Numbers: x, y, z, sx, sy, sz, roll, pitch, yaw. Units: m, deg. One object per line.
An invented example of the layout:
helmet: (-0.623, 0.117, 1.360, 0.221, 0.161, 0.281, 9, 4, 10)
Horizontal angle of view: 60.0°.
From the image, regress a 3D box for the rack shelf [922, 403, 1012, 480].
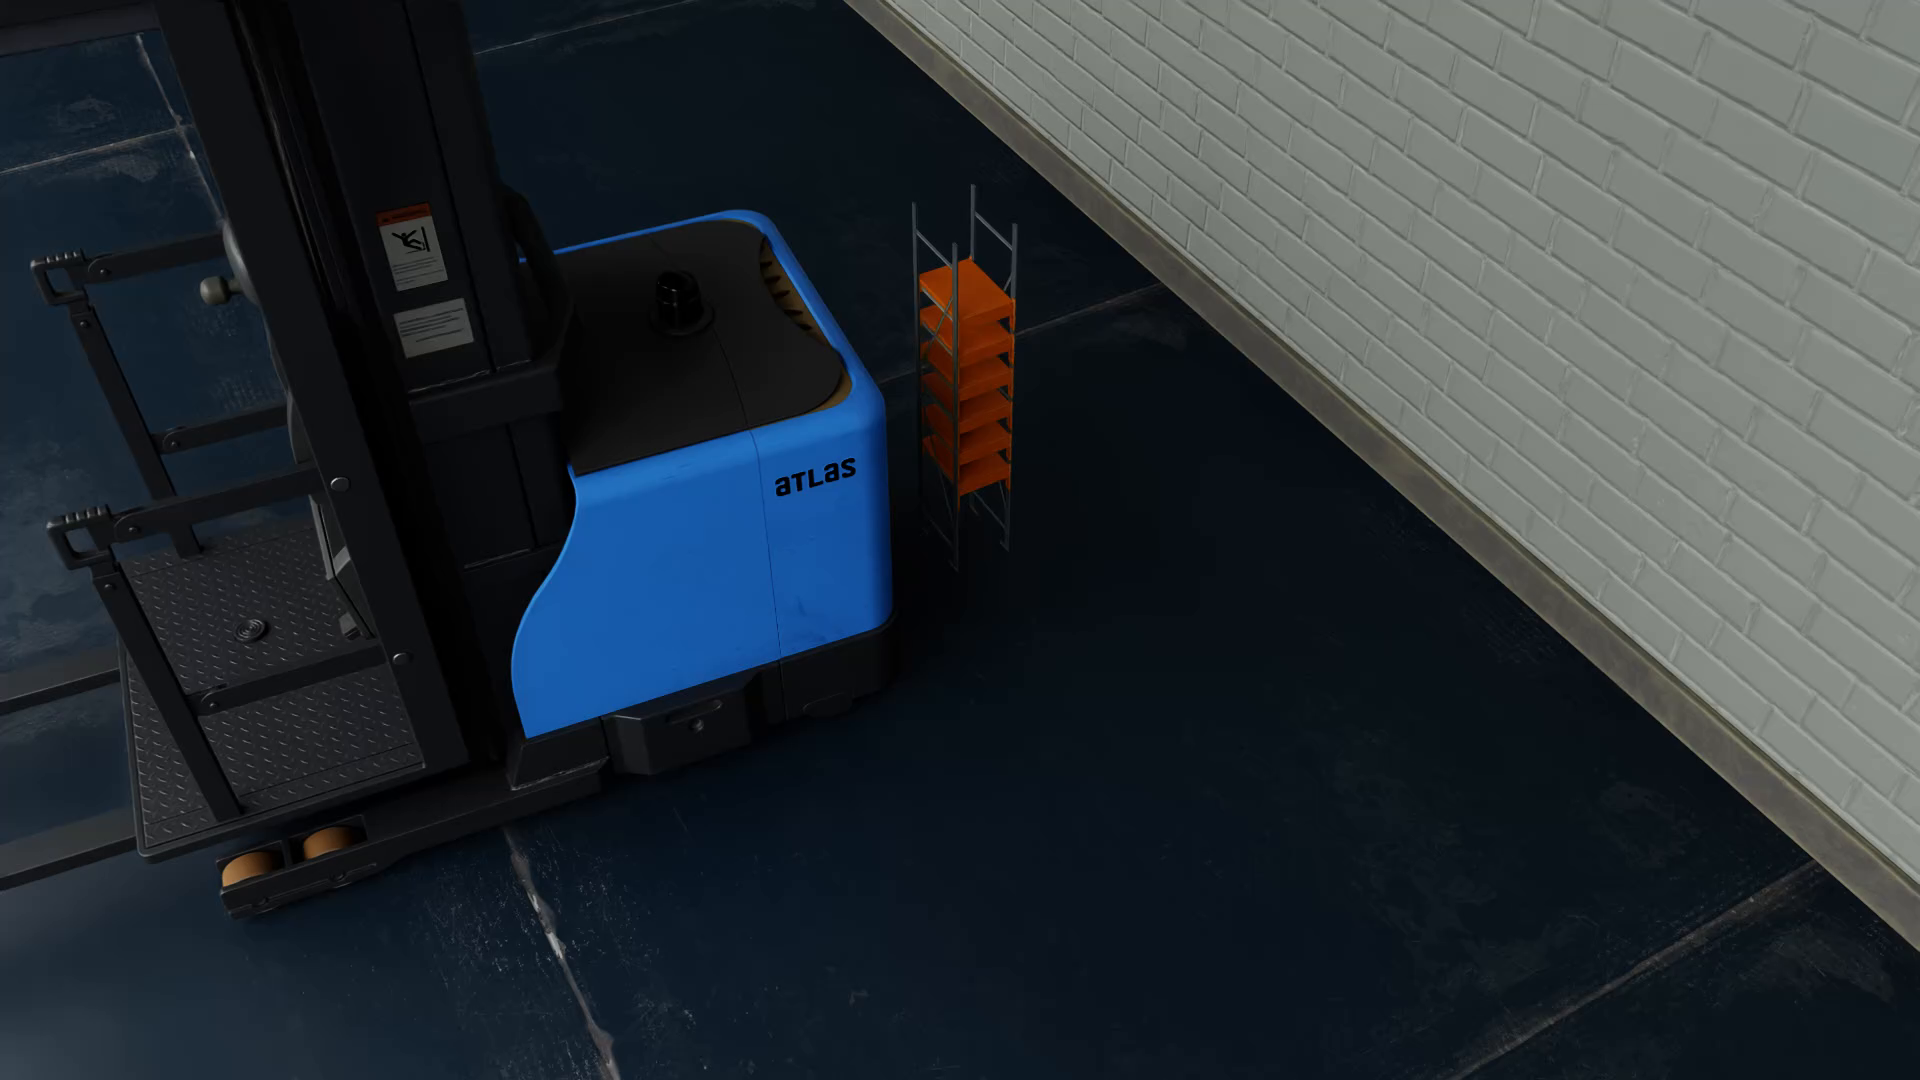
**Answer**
rack shelf: (0.013, -0.318, 4.952, 0.180, 0.103, 0.258, -22, 48, -21)

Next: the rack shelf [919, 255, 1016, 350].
rack shelf: (0.013, -0.662, 4.618, 0.180, 0.103, 0.258, -22, 48, -21)

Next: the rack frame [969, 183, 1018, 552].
rack frame: (0.092, -0.467, 4.870, 0.006, 1.200, 0.240, -22, 48, -21)

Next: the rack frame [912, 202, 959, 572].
rack frame: (-0.067, -0.404, 4.805, 0.006, 1.200, 0.240, -22, 48, -21)

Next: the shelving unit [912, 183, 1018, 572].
shelving unit: (0.013, -0.436, 4.837, 0.189, 1.200, 0.258, -22, 48, -21)

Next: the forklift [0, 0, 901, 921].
forklift: (-1.734, -0.516, 3.678, 3.031, 2.935, 1.130, -17, 47, -17)

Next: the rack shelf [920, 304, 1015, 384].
rack shelf: (0.013, -0.576, 4.701, 0.180, 0.103, 0.258, -22, 48, -21)

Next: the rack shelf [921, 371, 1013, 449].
rack shelf: (0.013, -0.404, 4.868, 0.180, 0.103, 0.258, -22, 48, -21)

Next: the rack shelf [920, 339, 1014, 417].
rack shelf: (0.013, -0.490, 4.785, 0.180, 0.103, 0.258, -22, 48, -21)

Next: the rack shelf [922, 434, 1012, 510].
rack shelf: (0.013, -0.231, 5.035, 0.180, 0.103, 0.258, -22, 48, -21)
